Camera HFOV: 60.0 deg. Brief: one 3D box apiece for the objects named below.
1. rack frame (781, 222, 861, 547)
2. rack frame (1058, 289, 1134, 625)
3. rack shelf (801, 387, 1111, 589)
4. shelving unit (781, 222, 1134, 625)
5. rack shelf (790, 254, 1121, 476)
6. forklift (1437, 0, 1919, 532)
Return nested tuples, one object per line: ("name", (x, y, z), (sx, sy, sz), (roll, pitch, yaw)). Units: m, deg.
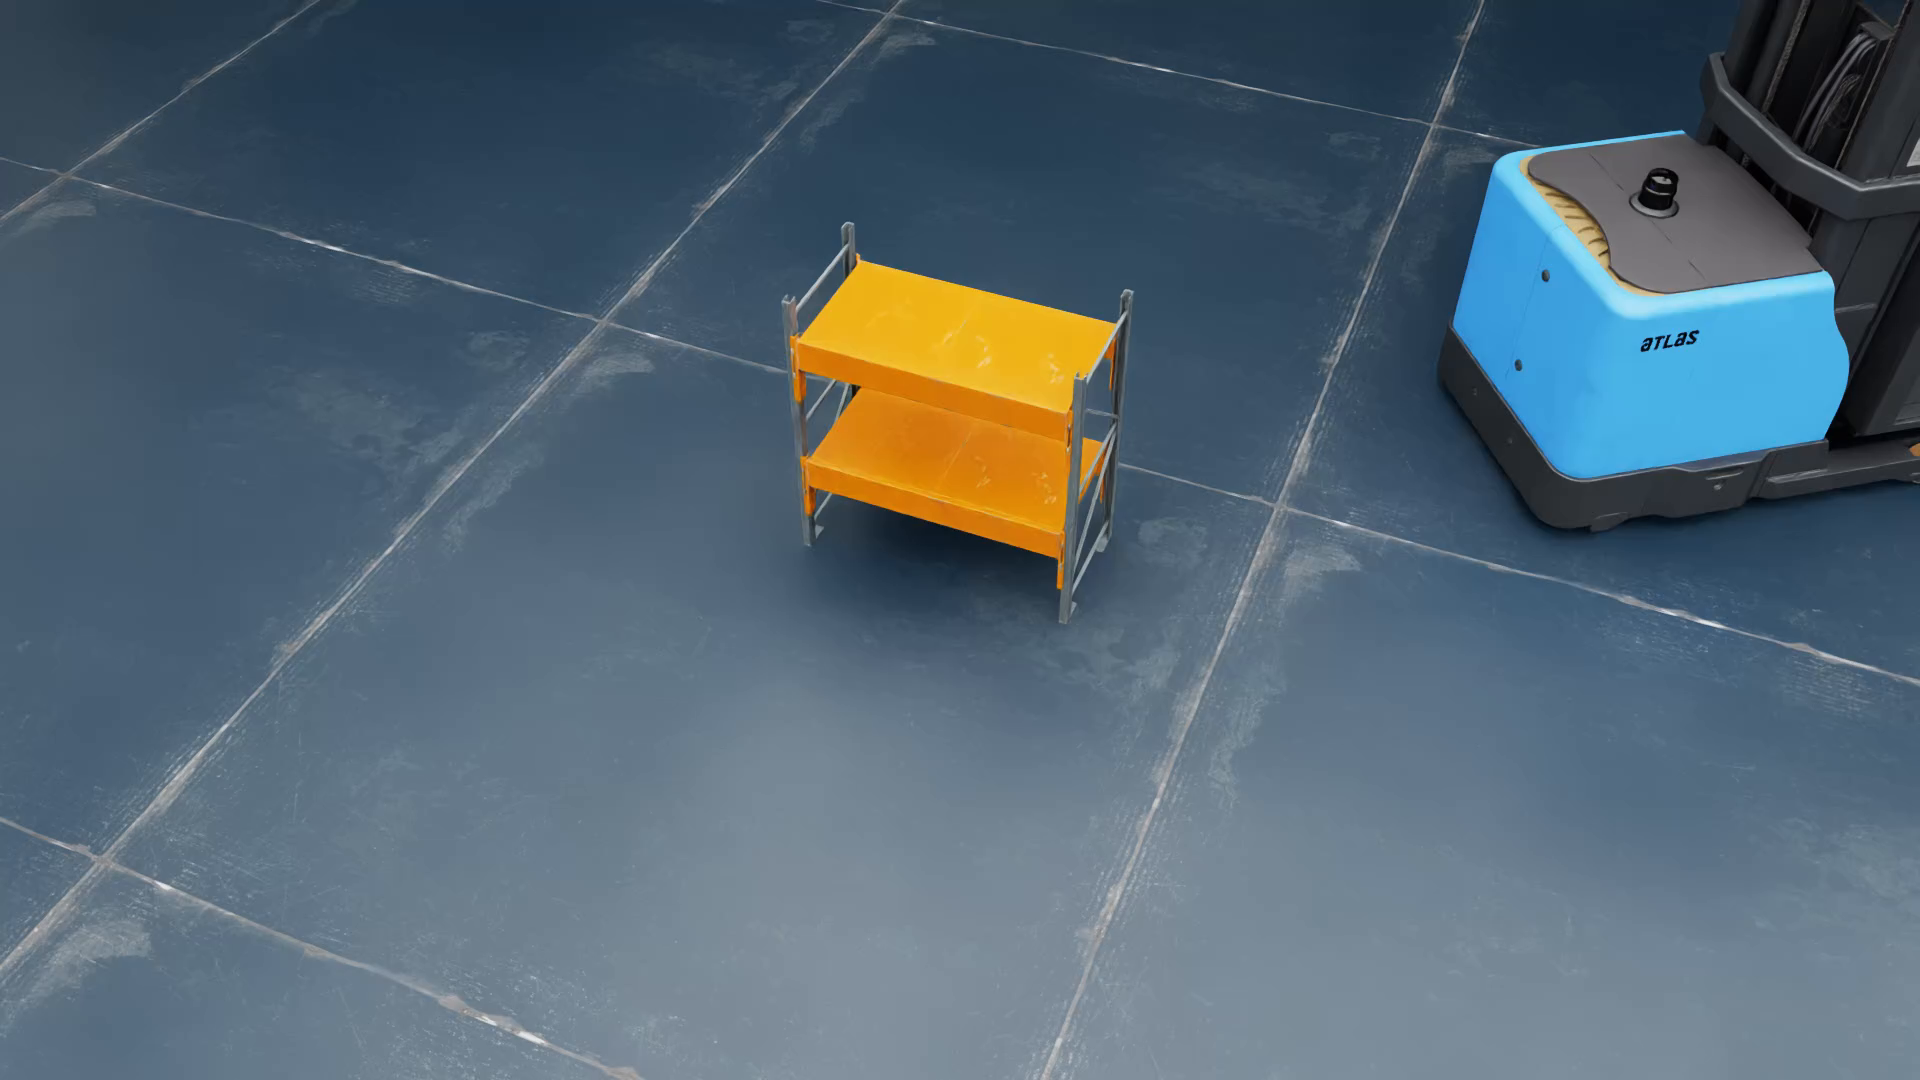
("rack frame", (-0.475, -0.539, 5.994), (0.032, 1.125, 0.500), (16, 47, 16))
("rack frame", (0.463, -0.263, 5.716), (0.032, 1.125, 0.500), (16, 47, 16))
("rack shelf", (-0.006, -0.227, 6.028), (1.000, 0.278, 0.538), (16, 47, 16))
("shelving unit", (-0.006, -0.401, 5.855), (1.048, 1.125, 0.538), (16, 47, 16))
("rack shelf", (-0.006, -0.608, 5.649), (1.000, 0.278, 0.538), (16, 47, 16))
("forklift", (3.537, -1.616, 5.796), (3.031, 2.935, 1.130), (-9, 46, -9))
